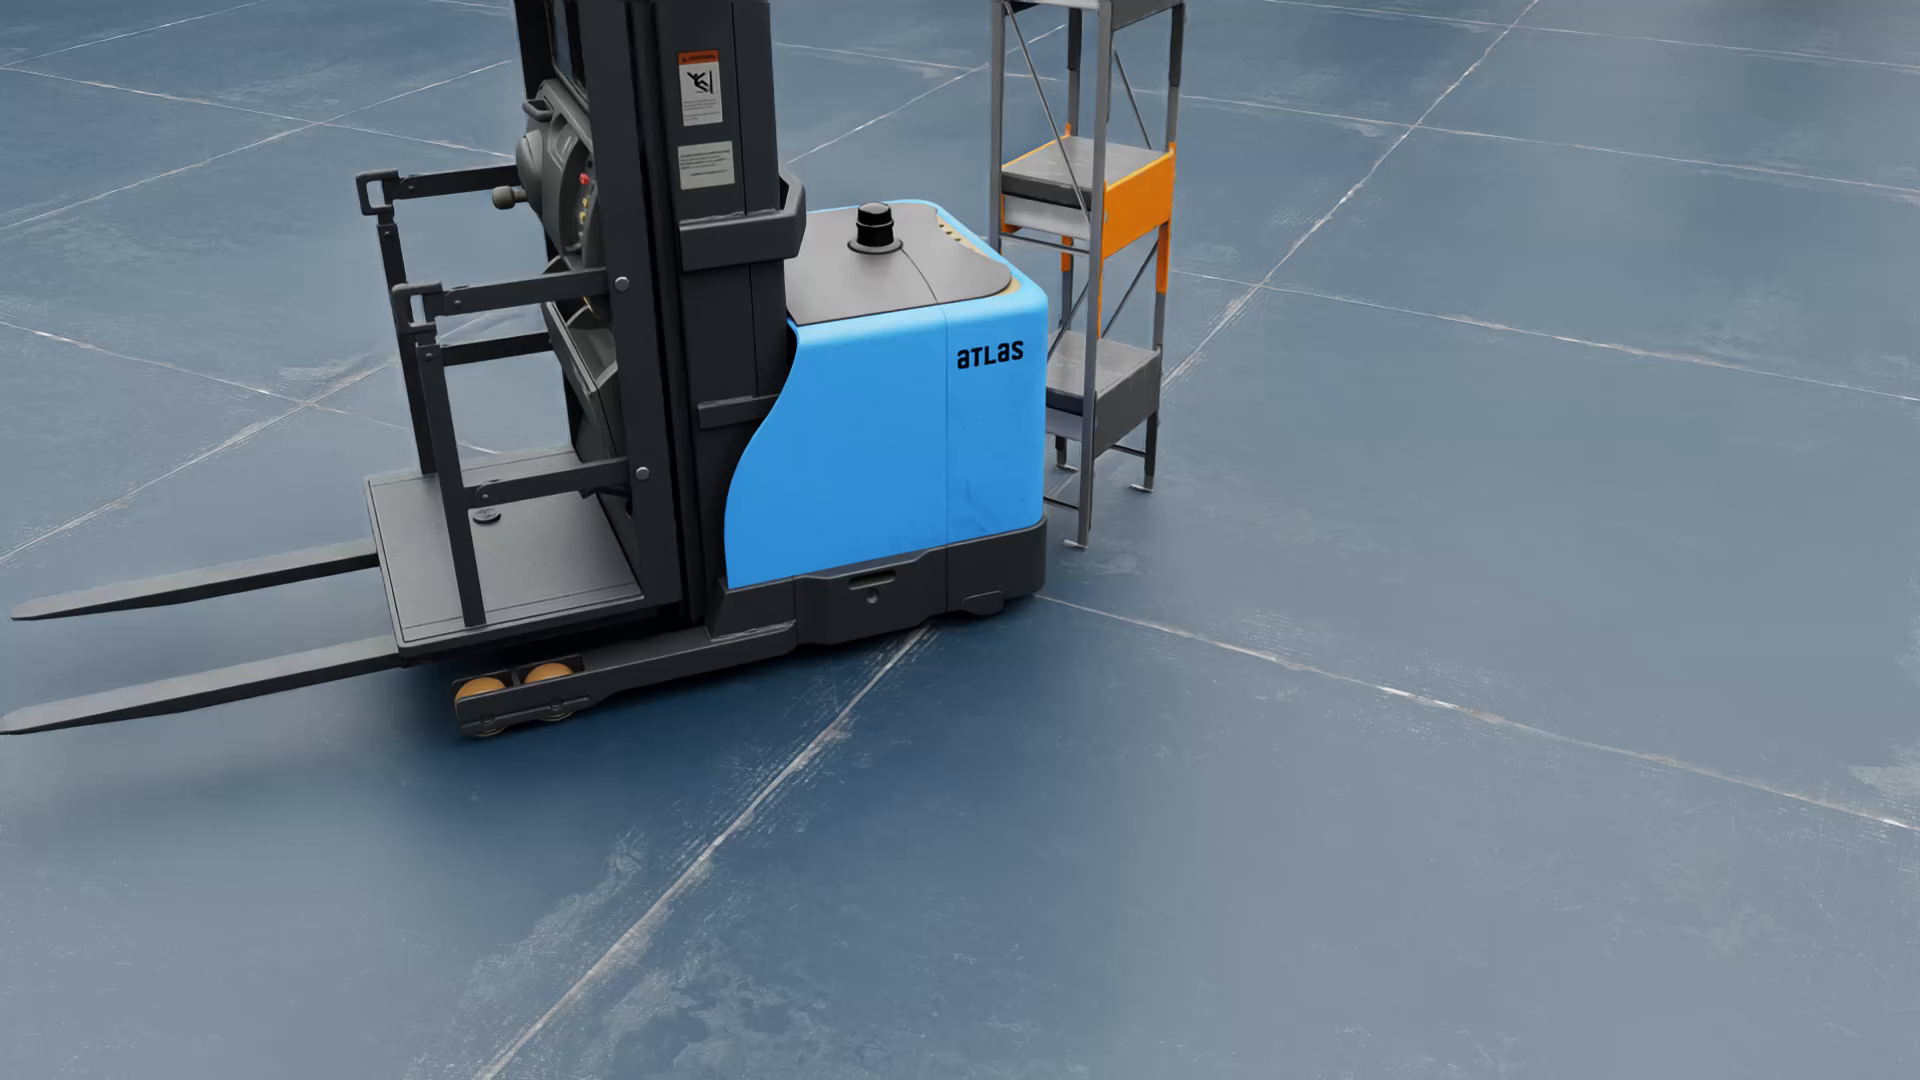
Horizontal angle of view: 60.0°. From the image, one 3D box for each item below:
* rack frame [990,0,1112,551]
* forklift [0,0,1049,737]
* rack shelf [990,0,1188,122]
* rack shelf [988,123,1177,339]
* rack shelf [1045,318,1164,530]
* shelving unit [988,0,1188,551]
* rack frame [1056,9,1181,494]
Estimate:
[{"bbox_3d":[0.267,-0.930,5.261,0.400,2.100,0.015,18,34,28],"label":"rack frame"},{"bbox_3d":[-1.292,-1.006,4.559,3.031,2.935,1.130,-12,32,-19],"label":"forklift"},{"bbox_3d":[0.400,-1.627,5.097,0.431,0.518,0.480,18,34,28],"label":"rack shelf"},{"bbox_3d":[0.400,-1.020,5.446,0.431,0.518,0.480,18,34,28],"label":"rack shelf"},{"bbox_3d":[0.400,-0.413,5.794,0.431,0.518,0.480,18,34,28],"label":"rack shelf"},{"bbox_3d":[0.400,-1.032,5.439,0.431,2.100,0.503,18,34,28],"label":"shelving unit"},{"bbox_3d":[0.533,-1.134,5.616,0.400,2.100,0.015,18,34,28],"label":"rack frame"}]
